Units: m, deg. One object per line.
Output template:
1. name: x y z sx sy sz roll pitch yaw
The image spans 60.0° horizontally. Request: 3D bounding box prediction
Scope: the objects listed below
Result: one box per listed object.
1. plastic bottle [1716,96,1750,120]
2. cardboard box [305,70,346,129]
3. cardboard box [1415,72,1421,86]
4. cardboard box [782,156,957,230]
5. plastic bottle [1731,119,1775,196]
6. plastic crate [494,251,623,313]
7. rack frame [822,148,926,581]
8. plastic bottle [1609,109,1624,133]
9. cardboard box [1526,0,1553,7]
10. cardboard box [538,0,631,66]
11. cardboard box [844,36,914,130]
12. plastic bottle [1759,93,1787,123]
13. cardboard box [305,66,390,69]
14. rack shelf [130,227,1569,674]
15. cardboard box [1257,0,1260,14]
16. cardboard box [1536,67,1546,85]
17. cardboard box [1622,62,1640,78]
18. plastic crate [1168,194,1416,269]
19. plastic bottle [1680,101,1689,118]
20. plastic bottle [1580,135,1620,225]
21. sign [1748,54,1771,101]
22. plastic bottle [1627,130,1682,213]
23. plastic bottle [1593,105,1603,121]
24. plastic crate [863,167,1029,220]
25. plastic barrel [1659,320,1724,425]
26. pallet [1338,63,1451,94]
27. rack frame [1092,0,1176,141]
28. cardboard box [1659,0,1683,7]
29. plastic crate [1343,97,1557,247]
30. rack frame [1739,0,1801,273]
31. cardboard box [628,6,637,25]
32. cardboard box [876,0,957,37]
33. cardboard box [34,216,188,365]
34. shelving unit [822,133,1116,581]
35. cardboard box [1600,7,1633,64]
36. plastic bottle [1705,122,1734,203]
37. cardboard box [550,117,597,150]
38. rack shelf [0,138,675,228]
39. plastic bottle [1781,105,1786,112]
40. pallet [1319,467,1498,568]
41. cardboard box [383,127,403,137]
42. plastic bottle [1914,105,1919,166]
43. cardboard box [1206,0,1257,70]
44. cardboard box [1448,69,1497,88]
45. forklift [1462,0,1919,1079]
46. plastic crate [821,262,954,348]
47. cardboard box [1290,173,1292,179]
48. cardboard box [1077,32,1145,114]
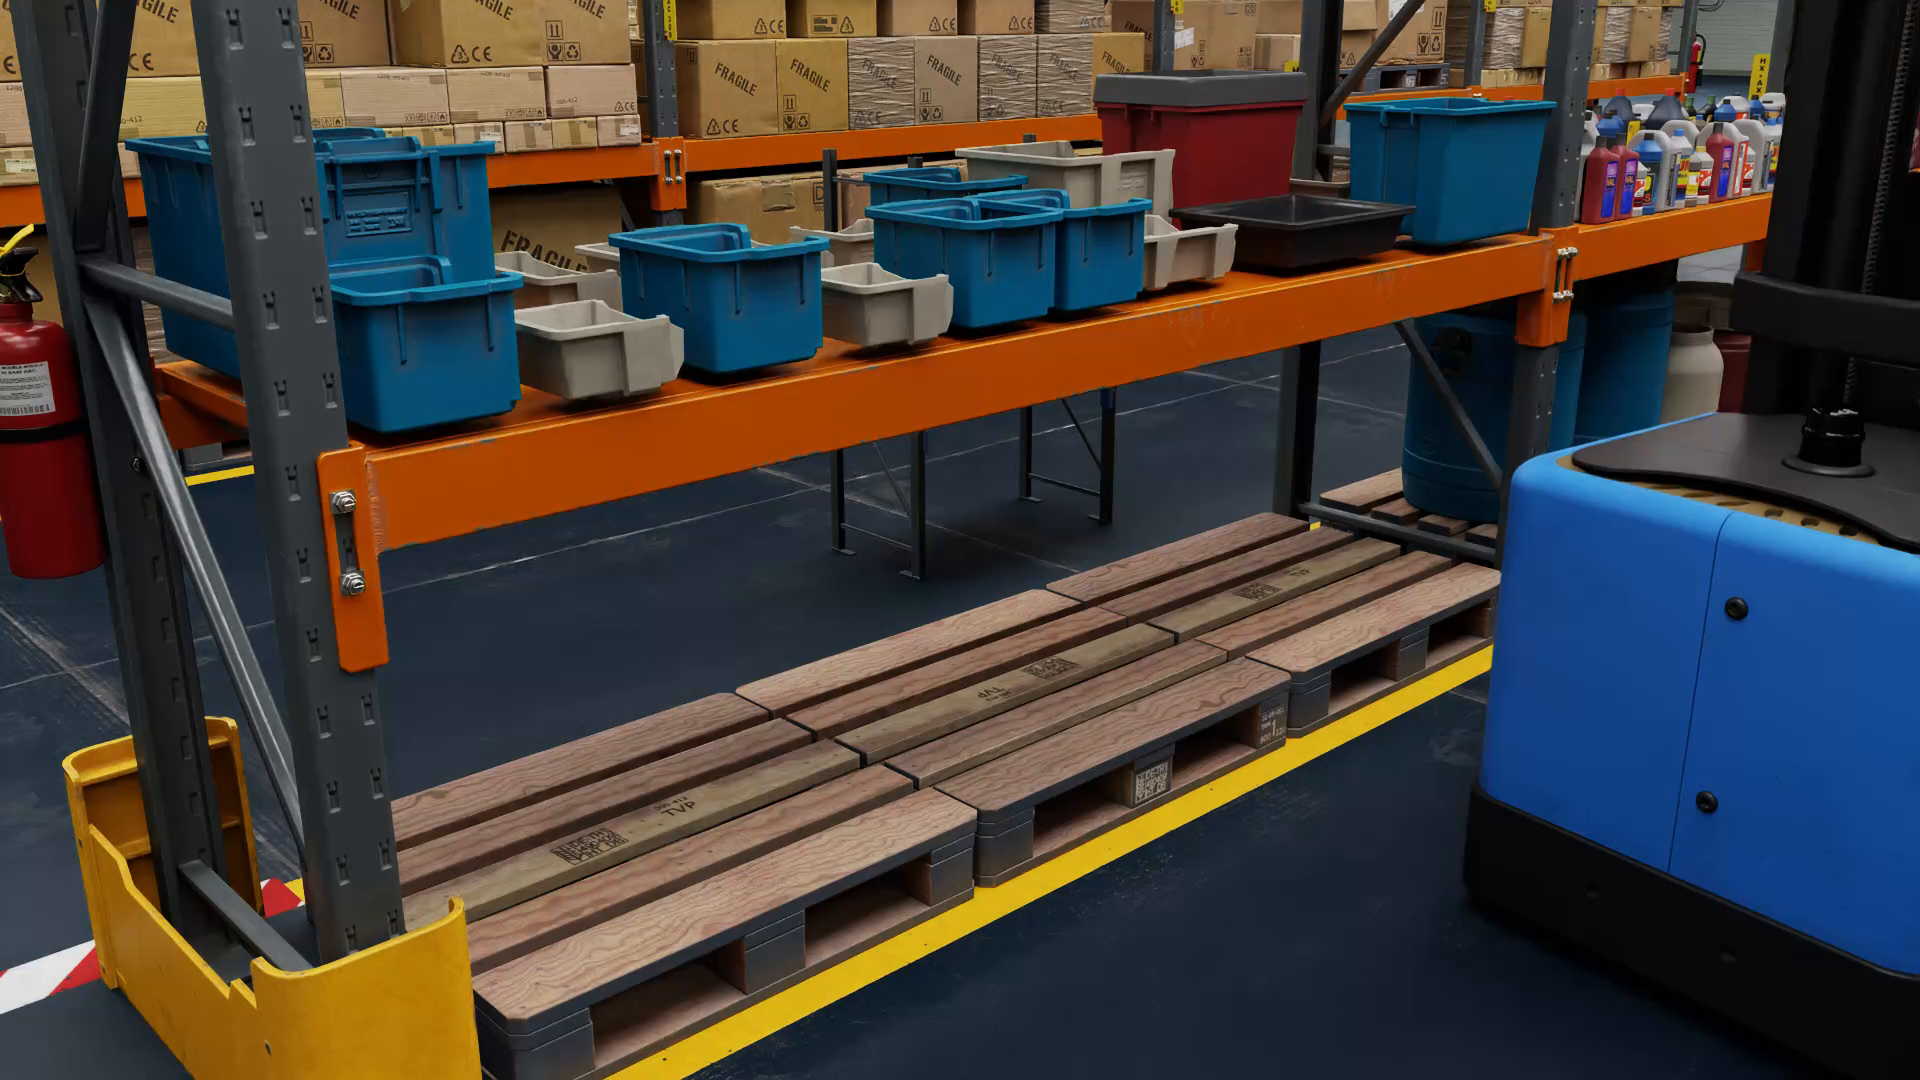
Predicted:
1. plastic bottle: 3.585 -1.931 7.778 0.135 0.276 0.152 -16 24 -41
2. cardboard box: -3.107 -1.962 7.435 0.500 0.250 0.500 -17 24 -42
3. cardboard box: 3.916 -4.057 14.541 0.250 0.149 0.380 -16 24 -41
4. cardboard box: -0.751 -1.888 10.210 1.225 0.875 0.875 17 24 42
5. plastic bottle: 2.991 -1.459 6.322 0.135 0.276 0.152 -16 24 -41
6. plastic crate: -0.887 -0.529 3.582 0.243 0.136 0.396 -16 24 -41
7. rack frame: -0.307 -0.624 5.977 0.032 1.500 0.500 -16 24 -41
8. plastic bottle: 2.718 -1.662 6.955 0.097 0.271 0.097 0 18 0
9. cardboard box: 4.825 -4.874 14.389 0.500 0.500 0.500 -16 24 -41
10. cardboard box: -2.002 -2.639 8.306 0.500 0.500 0.500 -15 23 -39
11. cardboard box: -0.617 -2.671 9.698 0.500 0.500 0.500 -17 25 -42
12. plastic bottle: 3.921 -2.029 8.081 0.135 0.276 0.152 -16 24 -41
13. cardboard box: -3.110 -2.184 8.117 0.500 0.250 0.500 -16 24 -39
14. rack shelf: 0.098 -0.494 4.310 4.000 0.370 1.077 -16 24 -41
15. cardboard box: 3.237 -6.560 19.862 0.550 0.550 0.875 -16 24 -41
16. cardboard box: 5.063 -4.132 14.772 0.250 0.149 0.380 -16 24 -41
17. cardboard box: 6.282 -4.519 15.968 0.250 0.149 0.380 -16 24 -41
18. plastic crate: 0.923 -0.860 4.623 0.590 0.125 0.437 -16 24 -41
19. plastic bottle: 3.218 -1.833 7.484 0.097 0.271 0.097 0 18 0
20. plastic bottle: 2.111 -1.186 5.469 0.133 0.283 0.061 -16 24 -41
21. sign: 4.075 -2.307 8.471 0.005 0.325 0.100 -16 24 -41
22. plastic bottle: 2.415 -1.291 5.804 0.135 0.276 0.152 -16 24 -41
23. plastic bottle: 2.651 -1.681 6.996 0.133 0.283 0.061 -16 24 -41
24. plastic crate: -0.039 -0.854 4.428 0.300 0.233 0.416 -16 24 -41
25. plastic barrel: 2.945 -0.637 6.939 0.421 0.512 0.421 0 18 0
26. pallet: 3.306 -3.844 13.789 1.213 0.211 1.003 -16 24 -41
27. rack frame: 1.055 -3.217 11.544 0.127 3.000 1.000 -16 24 -41
28. cardboard box: 6.638 -5.405 16.027 0.500 0.500 0.500 -16 24 -41
29. plastic crate: 1.447 -1.105 4.959 0.575 0.384 0.392 -16 24 -41
30. rack frame: 4.458 -2.107 8.121 0.127 3.000 1.000 -16 24 -41
31. cardboard box: -2.886 -4.341 13.773 0.250 0.149 0.380 -15 23 -39
32. cardboard box: -0.446 -3.310 10.041 0.637 0.503 0.797 -15 23 -39
33. cardboard box: -3.687 -1.058 7.647 0.875 0.875 0.875 -16 24 -41
34. shelving unit: 0.062 -0.732 6.309 1.048 1.500 0.538 -16 24 -41
35. cardboard box: 5.776 -4.762 15.664 0.500 0.500 0.875 -16 24 -41
36. plastic bottle: 2.756 -1.375 6.050 0.133 0.283 0.061 -16 24 -41
37. cardboard box: -2.035 -2.057 8.374 0.250 0.149 0.380 -16 24 -40
38. rack shelf: -3.305 -1.604 7.734 4.000 0.370 1.077 -16 24 -41
39. plastic bottle: 4.026 -1.995 7.975 0.135 0.276 0.152 -16 24 -41
40. pallet: 2.141 -0.087 6.412 1.213 0.211 1.003 -16 24 -41
41. cardboard box: -2.781 -1.840 7.703 0.250 0.149 0.380 -17 24 -42
42. plastic bottle: 4.289 -1.822 7.429 0.133 0.283 0.061 -16 24 -41
43. cardboard box: 1.757 -3.729 12.279 0.500 0.500 0.700 -12 22 -33
44. cardboard box: 4.324 -3.924 14.130 0.250 0.149 0.380 -16 24 -41
45. forklift: 2.645 -0.694 3.873 3.031 2.935 1.130 -13 22 -35
46. plastic crate: -0.167 -0.487 3.453 0.298 0.136 0.250 -16 24 -41
47. cardboard box: 2.330 -2.626 13.060 0.500 0.500 0.700 -14 23 -36
48. cardboard box: 0.867 -3.105 11.035 0.500 0.500 0.500 -15 23 -39
